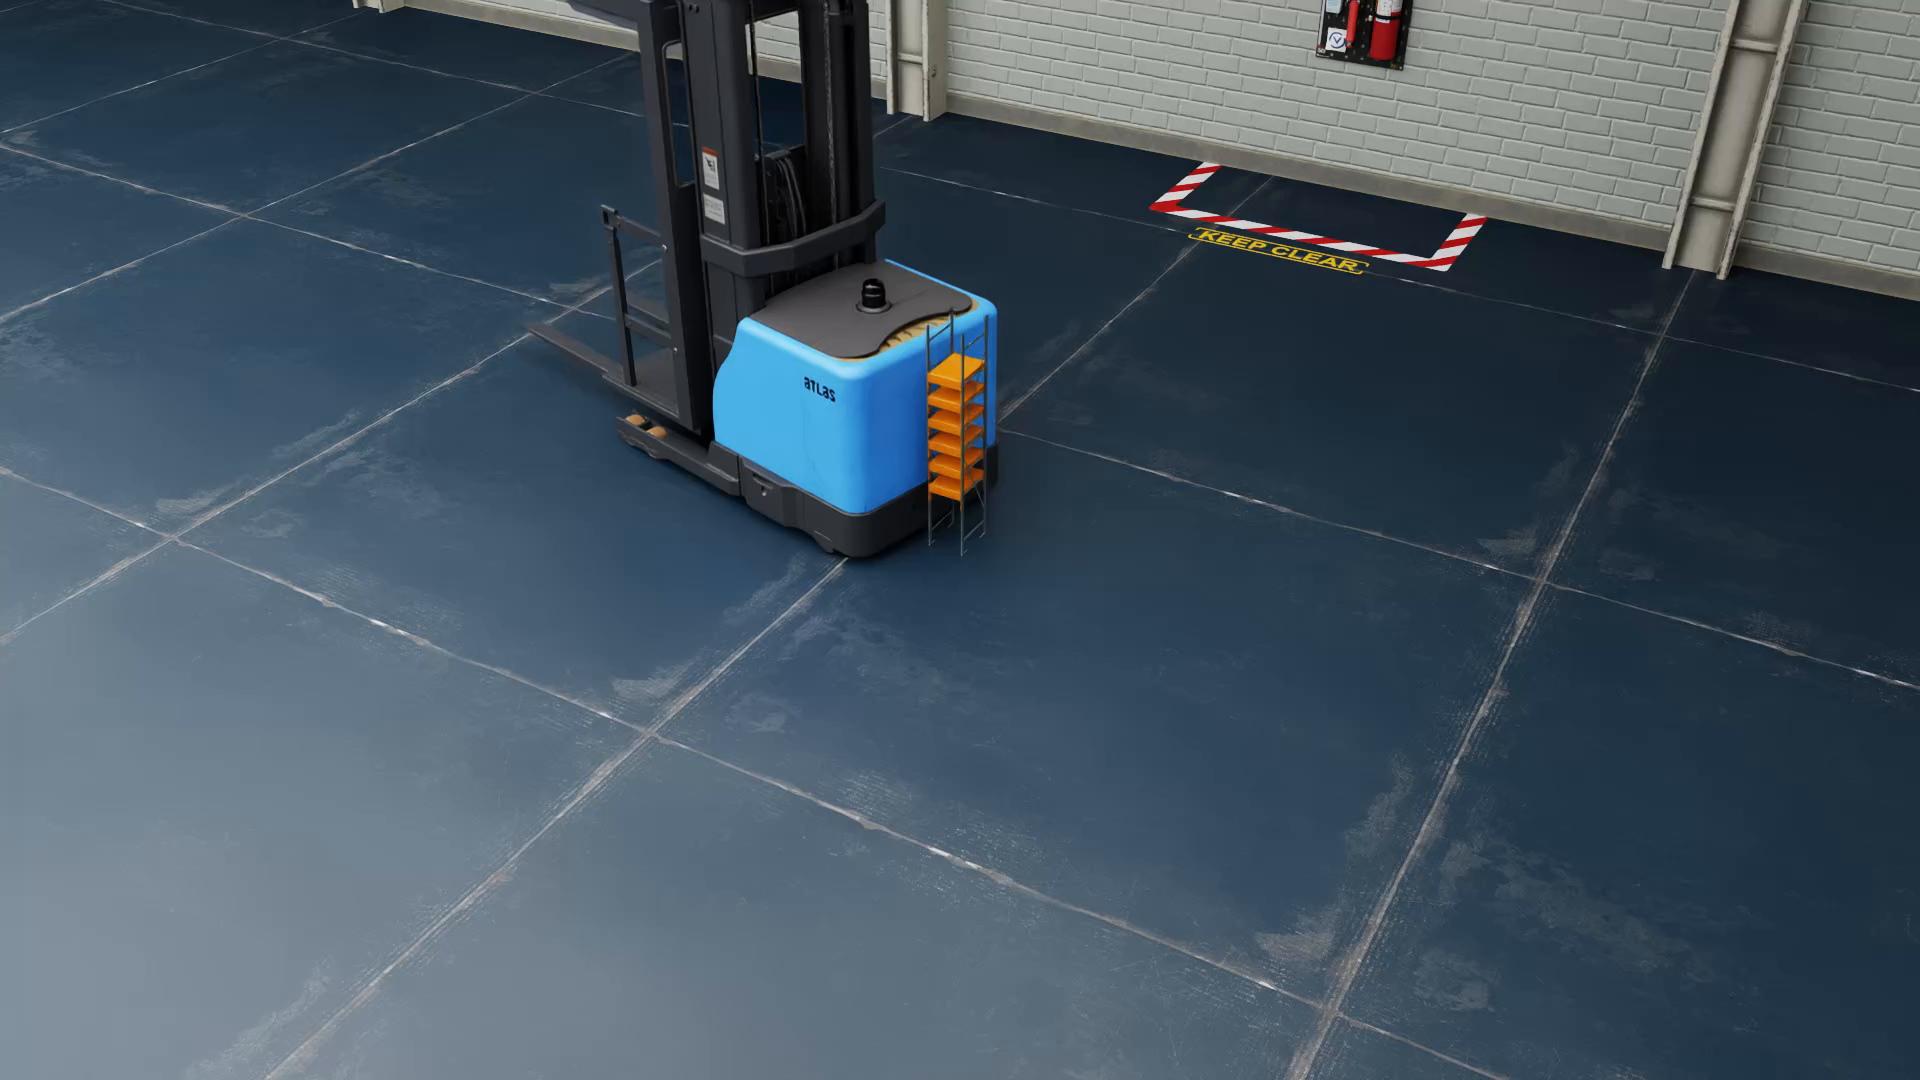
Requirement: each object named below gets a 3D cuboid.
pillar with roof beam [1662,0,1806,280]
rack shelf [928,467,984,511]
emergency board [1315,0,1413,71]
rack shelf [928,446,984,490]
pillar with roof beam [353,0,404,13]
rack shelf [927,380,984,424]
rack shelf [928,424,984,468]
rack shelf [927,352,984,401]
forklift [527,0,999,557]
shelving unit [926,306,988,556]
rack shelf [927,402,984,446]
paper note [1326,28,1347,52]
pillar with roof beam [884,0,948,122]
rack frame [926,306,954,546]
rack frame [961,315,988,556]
[{"bbox_3d":[2.730,-3.488,5.369,0.400,9.000,9.100,18,37,24],"label":"pillar with roof beam"},{"bbox_3d":[-0.012,-0.266,8.081,0.180,0.103,0.258,18,38,25],"label":"rack shelf"},{"bbox_3d":[2.739,-3.761,11.191,0.643,1.169,0.194,18,37,24],"label":"emergency board"},{"bbox_3d":[-0.012,-0.366,8.014,0.180,0.103,0.258,18,38,25],"label":"rack shelf"},{"bbox_3d":[-7.689,-6.788,10.325,0.400,9.000,9.100,18,37,24],"label":"pillar with roof beam"},{"bbox_3d":[-0.012,-0.666,7.815,0.180,0.103,0.258,18,38,25],"label":"rack shelf"},{"bbox_3d":[-0.012,-0.466,7.948,0.180,0.103,0.258,18,38,25],"label":"rack shelf"},{"bbox_3d":[-0.012,-0.766,7.748,0.180,0.103,0.258,18,38,25],"label":"rack shelf"},{"bbox_3d":[-1.216,-1.843,8.373,3.031,2.935,1.130,28,43,35],"label":"forklift"},{"bbox_3d":[-0.012,-0.503,7.923,0.189,1.200,0.258,18,38,25],"label":"shelving unit"},{"bbox_3d":[-0.012,-0.566,7.881,0.180,0.103,0.258,18,38,25],"label":"rack shelf"},{"bbox_3d":[2.620,-3.476,11.558,0.142,0.148,0.016,18,37,24],"label":"paper note"},{"bbox_3d":[-2.479,-5.138,7.847,0.400,9.000,9.100,18,37,24],"label":"pillar with roof beam"},{"bbox_3d":[-0.092,-0.529,7.961,0.006,1.200,0.240,18,38,25],"label":"rack frame"},{"bbox_3d":[0.067,-0.478,7.885,0.006,1.200,0.240,18,38,25],"label":"rack frame"}]
